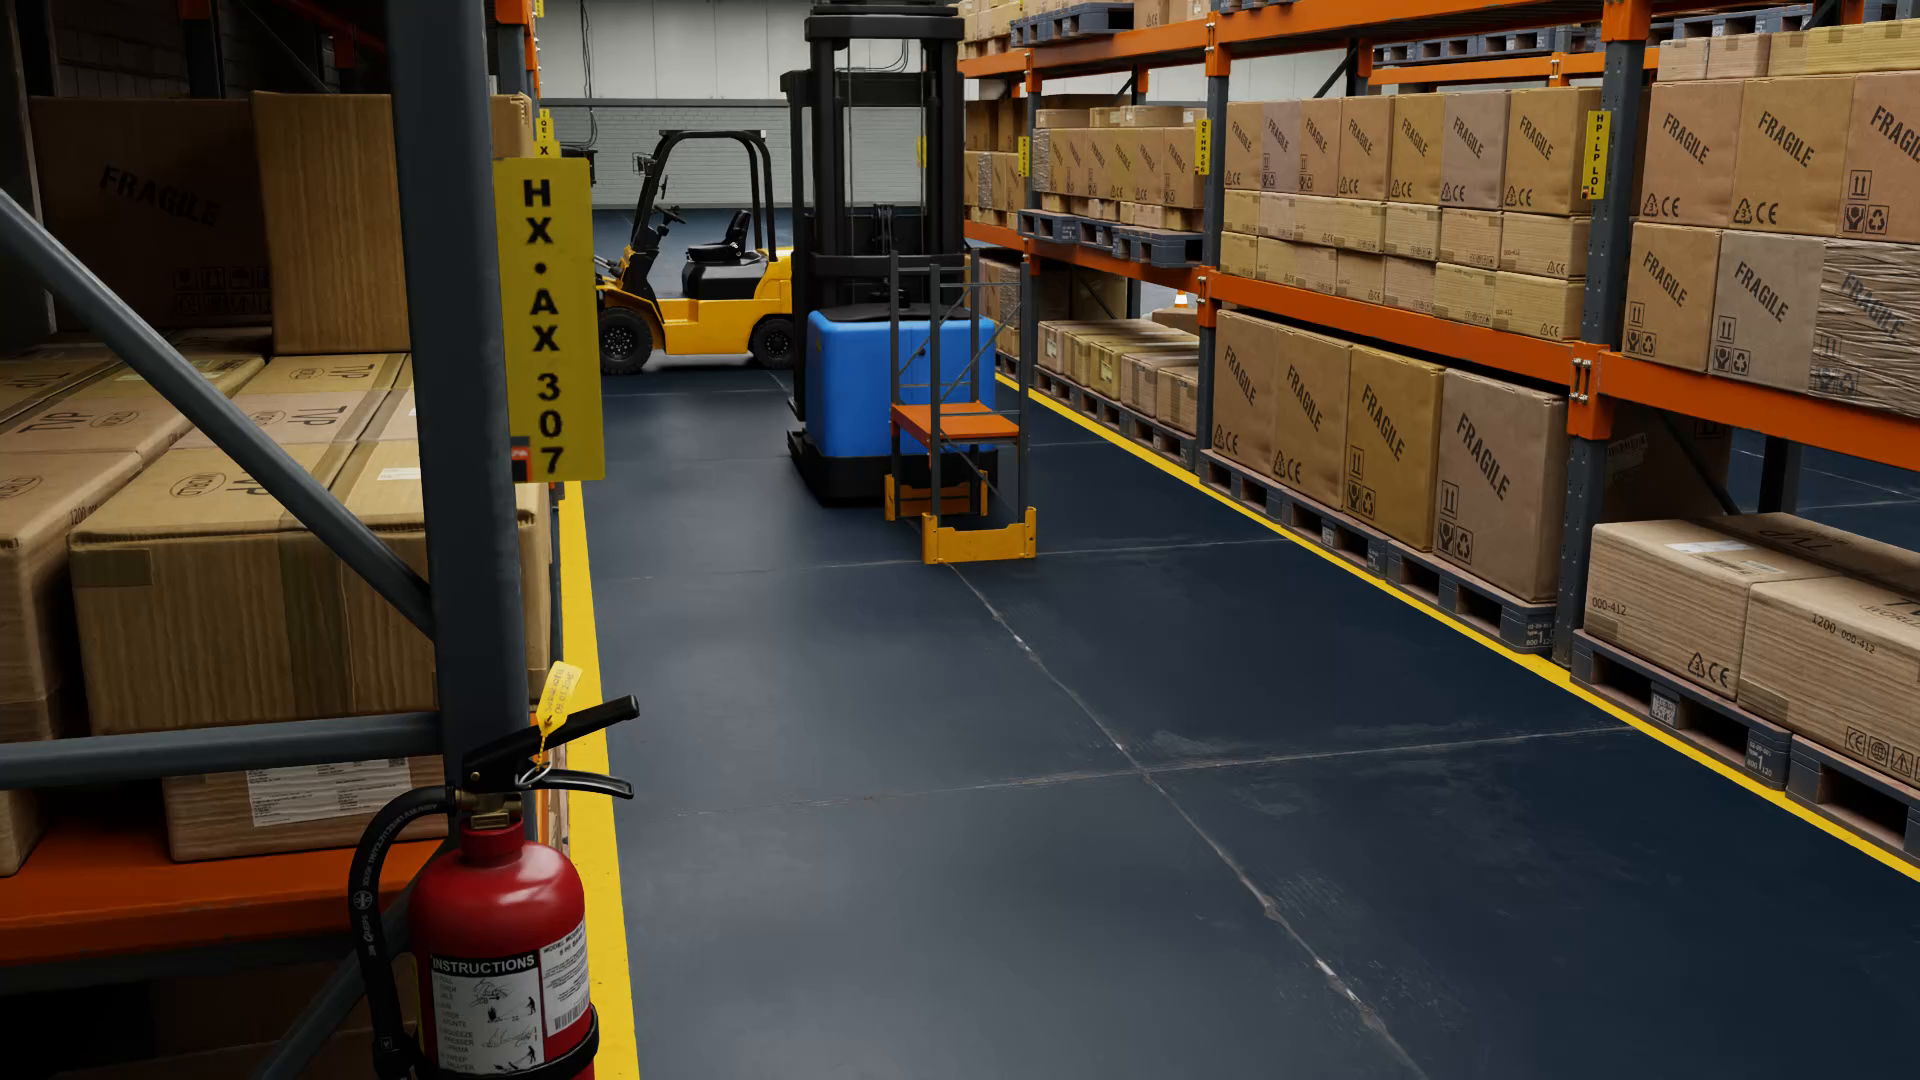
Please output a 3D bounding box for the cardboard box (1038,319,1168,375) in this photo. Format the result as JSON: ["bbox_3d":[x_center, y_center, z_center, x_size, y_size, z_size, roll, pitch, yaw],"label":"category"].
[{"bbox_3d":[1.187,-1.620,13.890,0.950,0.372,0.625,-3,14,-12],"label":"cardboard box"}]

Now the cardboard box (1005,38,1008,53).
[{"bbox_3d":[0.620,-4.386,14.769,0.380,0.149,0.250,-4,14,-15],"label":"cardboard box"}]

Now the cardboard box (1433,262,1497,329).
[{"bbox_3d":[2.472,-1.102,7.433,0.500,0.250,0.500,-3,14,-14],"label":"cardboard box"}]

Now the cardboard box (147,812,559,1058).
[{"bbox_3d":[-1.158,0.897,3.317,0.700,0.500,0.500,-3,14,-11],"label":"cardboard box"}]

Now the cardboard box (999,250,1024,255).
[{"bbox_3d":[0.690,-2.678,16.898,0.500,0.500,0.500,-3,14,-11],"label":"cardboard box"}]

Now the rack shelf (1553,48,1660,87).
[{"bbox_3d":[6.319,-3.759,13.188,1.077,0.370,4.000,-3,14,-13],"label":"rack shelf"}]

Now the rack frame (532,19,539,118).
[{"bbox_3d":[-3.762,-2.536,12.986,1.000,3.000,0.127,-3,14,-13],"label":"rack frame"}]

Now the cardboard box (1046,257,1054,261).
[{"bbox_3d":[1.026,-2.725,15.722,0.380,0.149,0.250,-2,14,-10],"label":"cardboard box"}]

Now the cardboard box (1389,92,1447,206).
[{"bbox_3d":[2.363,-1.828,7.772,0.500,0.500,0.500,-3,14,-11],"label":"cardboard box"}]

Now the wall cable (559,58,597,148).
[{"bbox_3d":[-11.866,-12.328,46.968,3.097,2.526,0.112,-3,14,-13],"label":"wall cable"}]

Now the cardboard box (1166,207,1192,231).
[{"bbox_3d":[1.562,-2.093,10.818,0.380,0.149,0.250,-3,14,-12],"label":"cardboard box"}]

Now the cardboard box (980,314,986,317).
[{"bbox_3d":[0.412,-2.043,15.877,0.500,0.250,0.500,-3,14,-12],"label":"cardboard box"}]

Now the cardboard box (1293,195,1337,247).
[{"bbox_3d":[2.106,-1.695,8.807,0.500,0.250,0.500,-3,14,-13],"label":"cardboard box"}]

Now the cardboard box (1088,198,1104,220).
[{"bbox_3d":[1.164,-2.448,12.271,0.380,0.149,0.250,-3,14,-11],"label":"cardboard box"}]

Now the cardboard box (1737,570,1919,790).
[{"bbox_3d":[3.195,0.430,5.360,0.875,0.438,0.875,-4,14,-15],"label":"cardboard box"}]

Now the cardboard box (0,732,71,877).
[{"bbox_3d":[-1.283,0.293,1.937,0.380,0.149,0.250,-3,14,-14],"label":"cardboard box"}]

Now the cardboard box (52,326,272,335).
[{"bbox_3d":[-1.786,-0.398,3.926,0.500,0.250,0.500,-3,14,-12],"label":"cardboard box"}]

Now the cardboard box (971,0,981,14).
[{"bbox_3d":[0.318,-4.949,15.393,0.380,0.149,0.250,-3,14,-12],"label":"cardboard box"}]

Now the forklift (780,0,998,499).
[{"bbox_3d":[-0.563,-1.969,10.809,1.130,2.935,3.031,-3,14,-11],"label":"forklift"}]

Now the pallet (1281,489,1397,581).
[{"bbox_3d":[2.396,-0.069,8.765,1.003,0.211,1.213,-3,14,-13],"label":"pallet"}]

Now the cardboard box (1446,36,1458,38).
[{"bbox_3d":[5.094,-5.118,16.671,0.380,0.149,0.250,-3,14,-13],"label":"cardboard box"}]

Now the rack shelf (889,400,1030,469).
[{"bbox_3d":[-0.020,-0.574,8.872,0.538,0.185,1.000,-3,14,-13],"label":"rack shelf"}]

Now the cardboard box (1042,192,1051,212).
[{"bbox_3d":[0.885,-2.750,13.508,0.380,0.149,0.250,-3,14,-12],"label":"cardboard box"}]

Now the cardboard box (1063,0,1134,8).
[{"bbox_3d":[1.069,-4.013,12.142,0.500,0.250,0.500,-3,14,-14],"label":"cardboard box"}]

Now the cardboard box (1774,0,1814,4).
[{"bbox_3d":[6.252,-4.081,12.081,0.500,0.311,0.500,-3,14,-13],"label":"cardboard box"}]

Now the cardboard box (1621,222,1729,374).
[{"bbox_3d":[2.796,-0.894,6.053,0.500,0.500,0.500,-3,14,-11],"label":"cardboard box"}]

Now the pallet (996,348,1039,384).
[{"bbox_3d":[0.870,-1.612,15.079,1.003,0.211,1.213,-3,14,-13],"label":"pallet"}]

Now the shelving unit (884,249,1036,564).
[{"bbox_3d":[-0.018,-0.746,8.821,0.587,1.500,1.083,-3,14,-13],"label":"shelving unit"}]

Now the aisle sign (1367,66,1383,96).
[{"bbox_3d":[4.602,-5.298,18.814,0.394,0.787,0.004,-3,14,-13],"label":"aisle sign"}]

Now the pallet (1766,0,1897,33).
[{"bbox_3d":[6.586,-3.701,11.832,1.213,0.211,1.003,-3,14,-11],"label":"pallet"}]

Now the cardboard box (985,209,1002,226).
[{"bbox_3d":[0.448,-2.983,15.345,0.380,0.149,0.250,-3,14,-14],"label":"cardboard box"}]

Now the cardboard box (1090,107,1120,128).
[{"bbox_3d":[1.184,-3.152,12.421,0.380,0.149,0.250,-2,14,-10],"label":"cardboard box"}]

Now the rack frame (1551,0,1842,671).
[{"bbox_3d":[2.941,-0.968,6.568,1.000,3.000,0.127,-3,14,-13],"label":"rack frame"}]

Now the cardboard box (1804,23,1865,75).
[{"bbox_3d":[2.938,-1.554,5.285,0.380,0.149,0.250,-3,14,-14],"label":"cardboard box"}]

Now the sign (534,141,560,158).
[{"bbox_3d":[-1.358,-1.143,5.460,0.100,0.325,0.005,-3,14,-13],"label":"sign"}]

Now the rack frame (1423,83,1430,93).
[{"bbox_3d":[4.910,-4.035,19.124,1.000,3.000,0.127,-3,14,-13],"label":"rack frame"}]

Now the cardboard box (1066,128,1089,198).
[{"bbox_3d":[1.114,-2.856,12.574,0.500,0.500,0.500,-3,14,-14],"label":"cardboard box"}]

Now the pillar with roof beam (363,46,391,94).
[{"bbox_3d":[-1.230,-6.402,16.170,9.100,9.000,0.400,-3,14,-13],"label":"pillar with roof beam"}]

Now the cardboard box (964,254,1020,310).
[{"bbox_3d":[0.286,-2.525,16.271,0.500,0.500,0.500,-3,14,-12],"label":"cardboard box"}]

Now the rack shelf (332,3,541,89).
[{"bbox_3d":[-3.292,-3.182,10.827,1.077,0.370,4.000,-3,14,-13],"label":"rack shelf"}]

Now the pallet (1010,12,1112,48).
[{"bbox_3d":[1.103,-4.031,13.181,1.213,0.211,1.003,-3,14,-13],"label":"pallet"}]

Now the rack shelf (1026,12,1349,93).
[{"bbox_3d":[1.532,-3.460,11.963,1.077,0.370,4.000,-3,14,-13],"label":"rack shelf"}]

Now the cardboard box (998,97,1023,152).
[{"bbox_3d":[0.768,-3.957,15.860,0.700,0.500,0.500,-3,14,-14],"label":"cardboard box"}]

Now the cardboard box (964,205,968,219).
[{"bbox_3d":[0.166,-3.282,16.570,0.380,0.149,0.250,-3,14,-12],"label":"cardboard box"}]

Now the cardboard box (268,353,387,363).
[{"bbox_3d":[-1.170,-0.309,3.559,0.500,0.250,0.500,-4,14,-15],"label":"cardboard box"}]

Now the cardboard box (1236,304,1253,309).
[{"bbox_3d":[2.785,-2.073,14.763,0.500,0.500,0.500,-3,14,-13],"label":"cardboard box"}]

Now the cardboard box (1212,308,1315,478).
[{"bbox_3d":[2.083,-0.898,9.876,0.875,0.875,0.875,-3,14,-14],"label":"cardboard box"}]

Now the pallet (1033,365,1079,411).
[{"bbox_3d":[1.246,-1.279,13.718,1.003,0.211,1.213,-3,14,-13],"label":"pallet"}]

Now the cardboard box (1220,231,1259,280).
[{"bbox_3d":[1.872,-1.691,9.843,0.500,0.250,0.500,-4,14,-14],"label":"cardboard box"}]

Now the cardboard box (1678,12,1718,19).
[{"bbox_3d":[6.354,-4.477,13.831,0.500,0.250,0.500,-3,14,-14],"label":"cardboard box"}]

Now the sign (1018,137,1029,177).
[{"bbox_3d":[0.536,-3.202,13.888,0.100,0.325,0.005,-3,14,-13],"label":"sign"}]

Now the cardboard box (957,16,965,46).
[{"bbox_3d":[0.236,-4.899,16.030,0.500,0.250,0.500,-3,14,-12],"label":"cardboard box"}]
